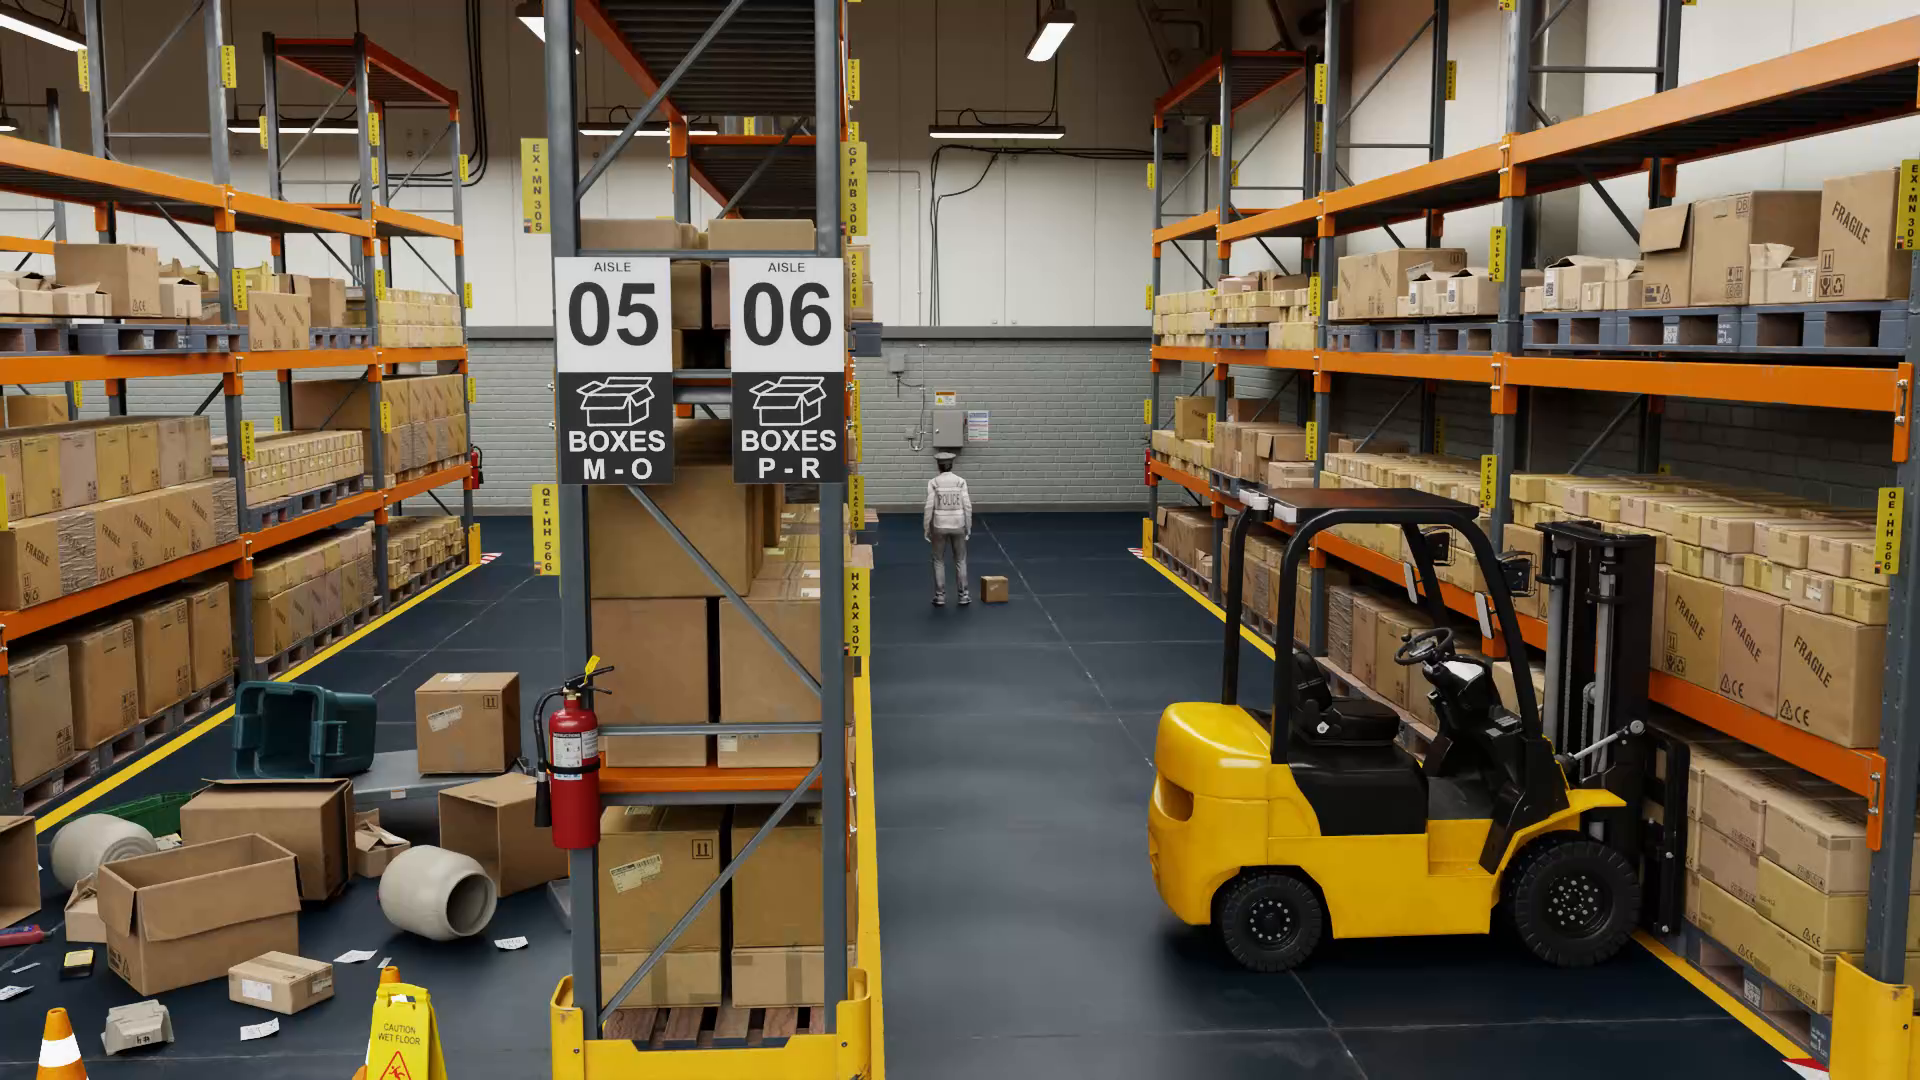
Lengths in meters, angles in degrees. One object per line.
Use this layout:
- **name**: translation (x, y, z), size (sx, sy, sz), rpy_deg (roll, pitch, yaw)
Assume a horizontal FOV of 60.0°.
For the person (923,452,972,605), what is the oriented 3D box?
- **person**: translation (-0.135, -0.122, 18.235), size (0.547, 1.663, 0.346), rpy_deg (-1, 7, -7)
